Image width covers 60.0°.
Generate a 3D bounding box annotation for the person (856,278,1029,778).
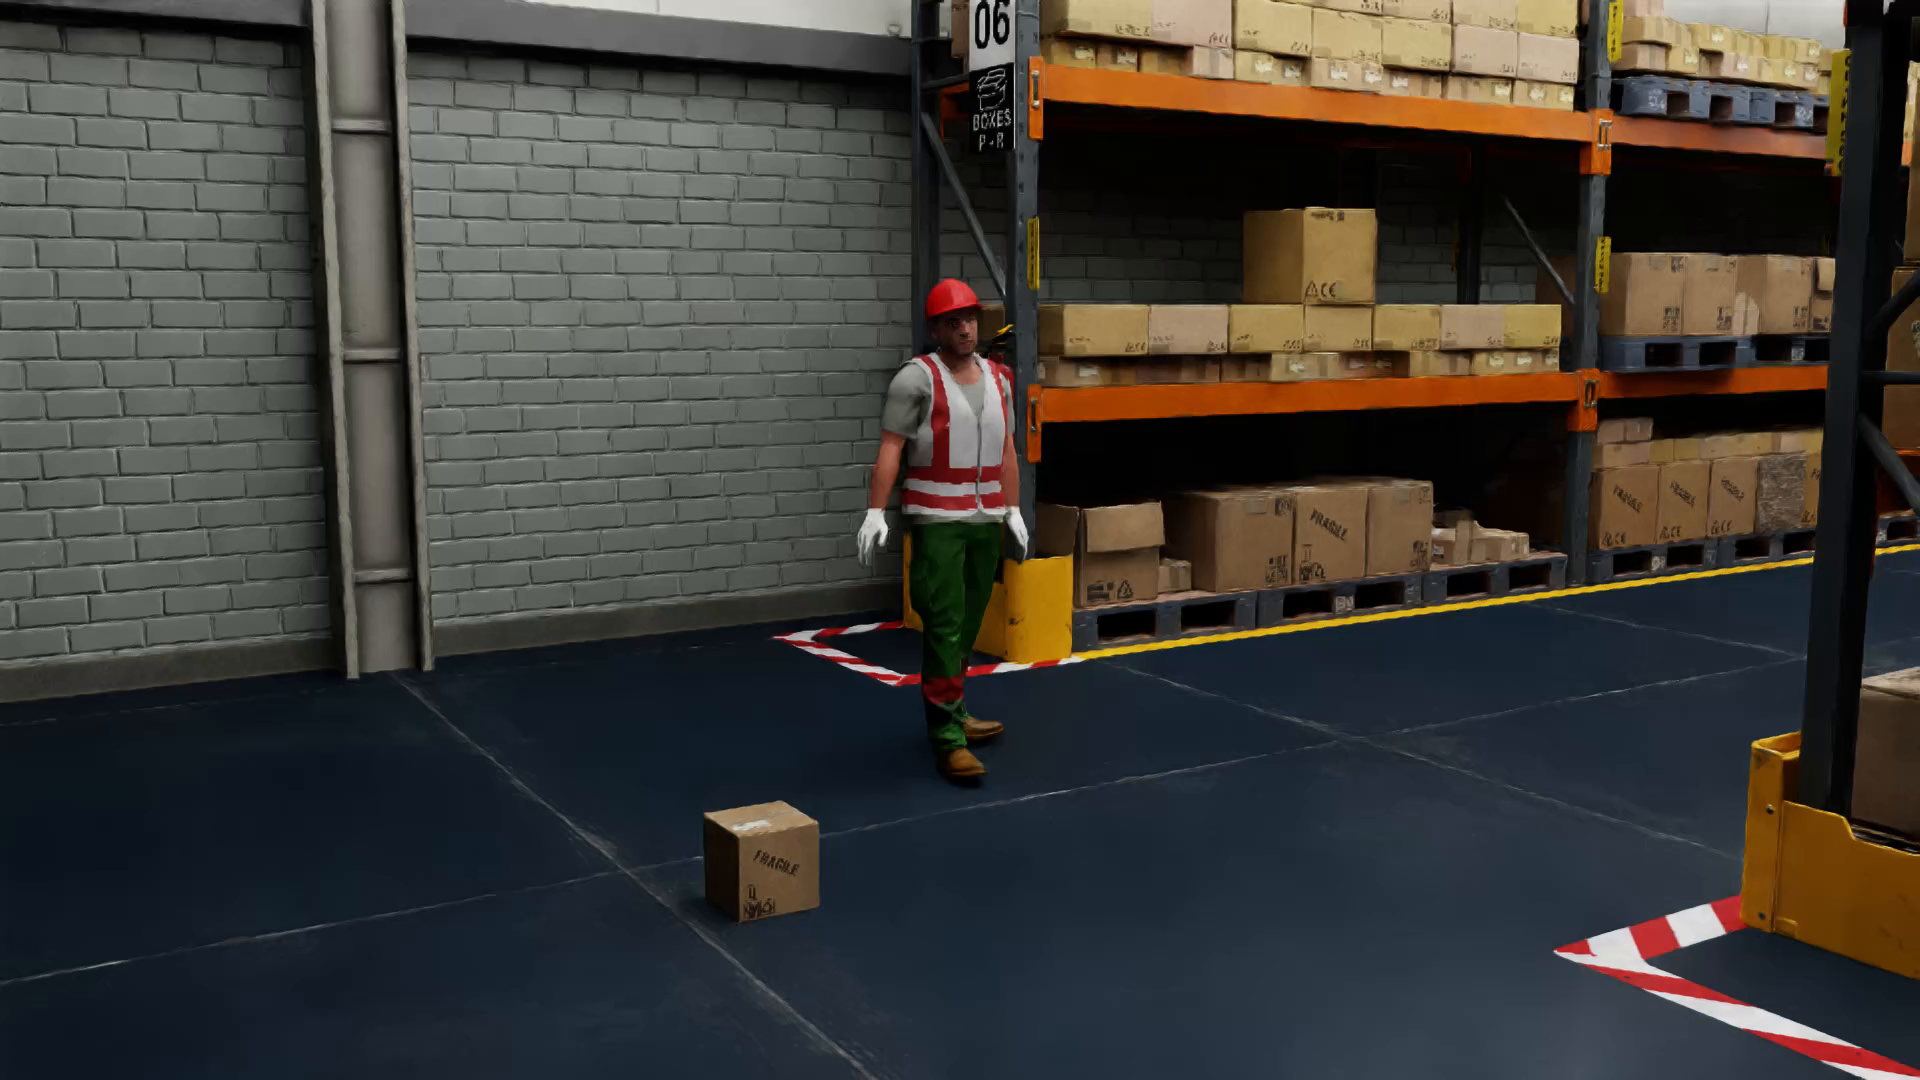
[{"bbox_3d":[-0.041,-0.051,6.069,0.754,1.791,0.629,-7,10,-39],"label":"person"}]
